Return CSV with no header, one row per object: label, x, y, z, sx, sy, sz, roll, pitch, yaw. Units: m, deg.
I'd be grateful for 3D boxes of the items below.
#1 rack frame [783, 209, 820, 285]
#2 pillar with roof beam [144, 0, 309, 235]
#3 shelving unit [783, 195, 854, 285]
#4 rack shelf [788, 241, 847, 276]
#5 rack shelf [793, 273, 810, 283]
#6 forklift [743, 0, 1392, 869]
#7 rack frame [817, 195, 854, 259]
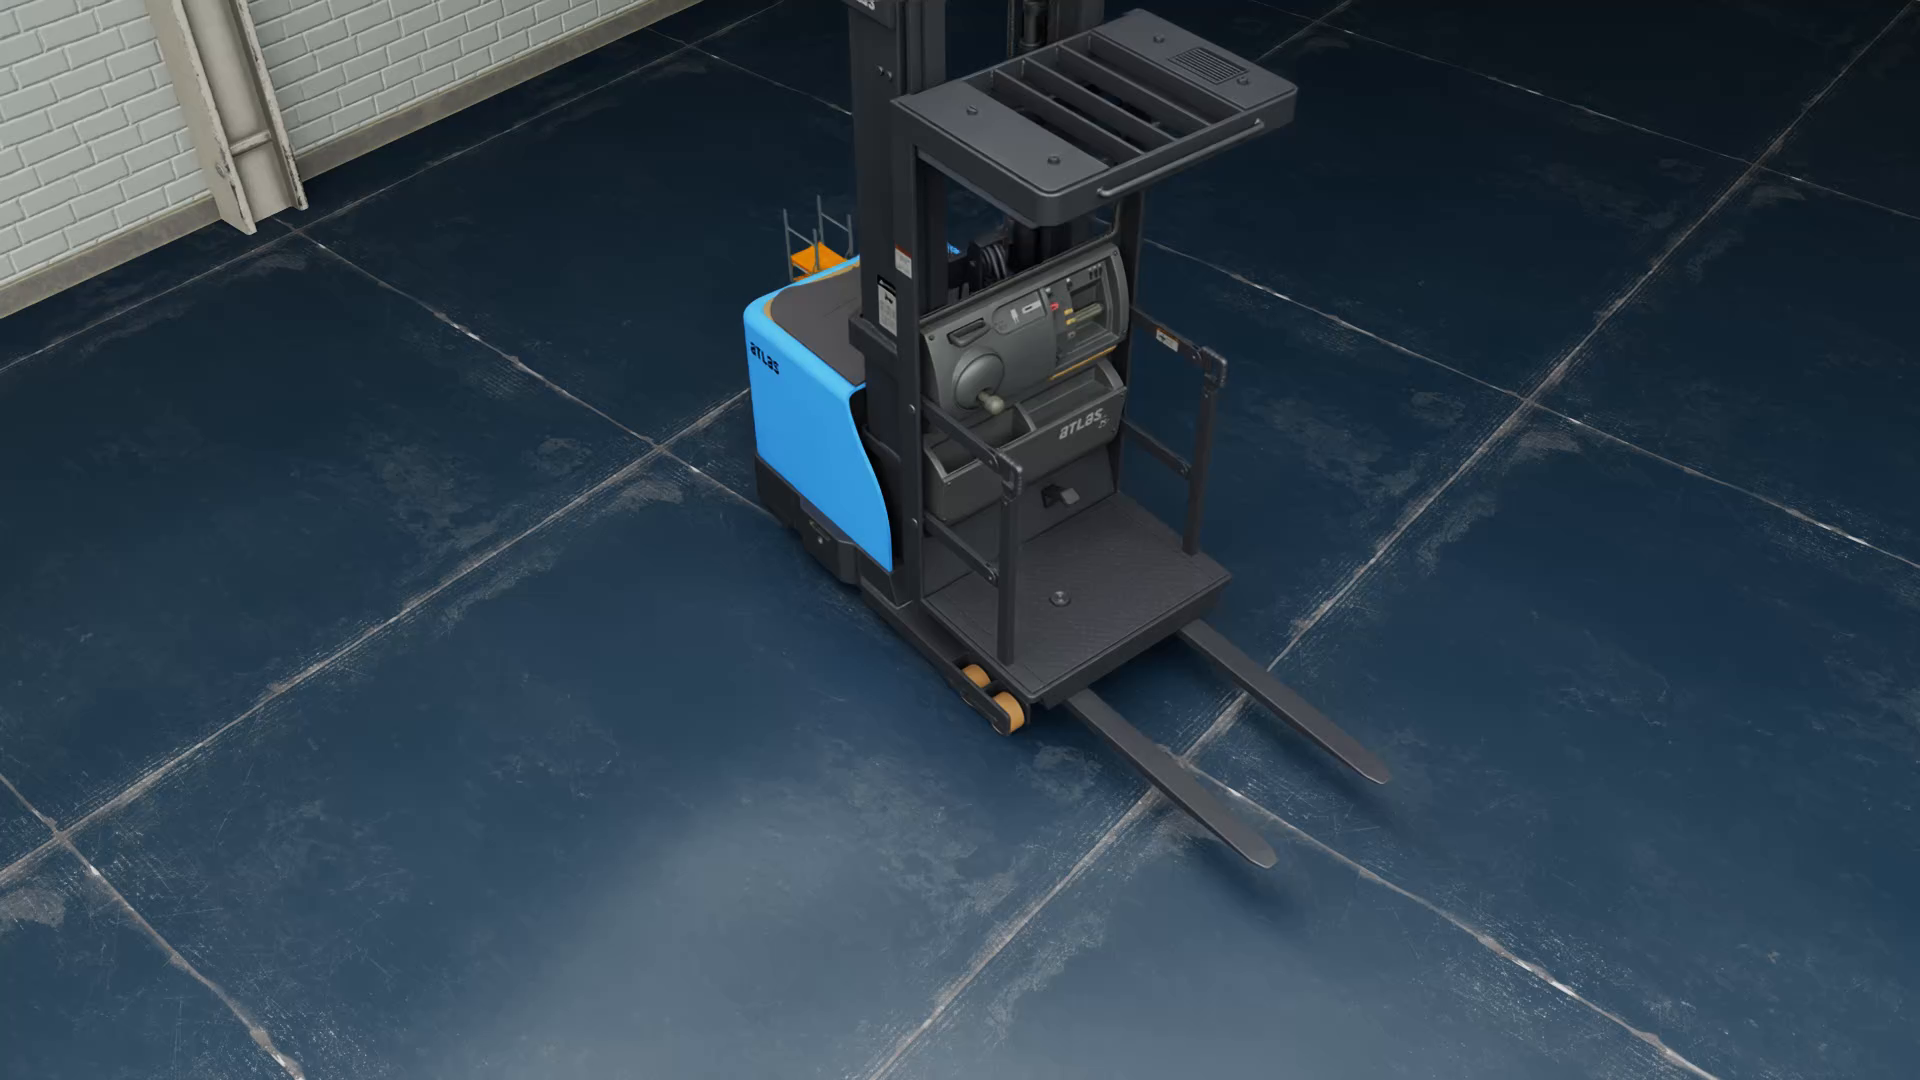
rack frame,-0.680,-0.927,7.555,0.006,1.200,0.240,-30,48,-29
pillar with roof beam,-0.678,-3.340,4.417,9.100,9.000,0.400,29,50,28
shelving unit,-0.610,-0.967,7.599,0.189,1.200,0.258,-30,48,-29
rack shelf,-0.616,-1.205,7.391,0.180,0.103,0.258,-30,48,-29
rack shelf,-0.613,-1.115,7.470,0.180,0.103,0.258,-30,48,-29
forklift,0.392,-0.700,6.023,1.130,2.935,3.031,-28,49,-28
rack frame,-0.540,-1.007,7.642,0.006,1.200,0.240,-30,48,-29
